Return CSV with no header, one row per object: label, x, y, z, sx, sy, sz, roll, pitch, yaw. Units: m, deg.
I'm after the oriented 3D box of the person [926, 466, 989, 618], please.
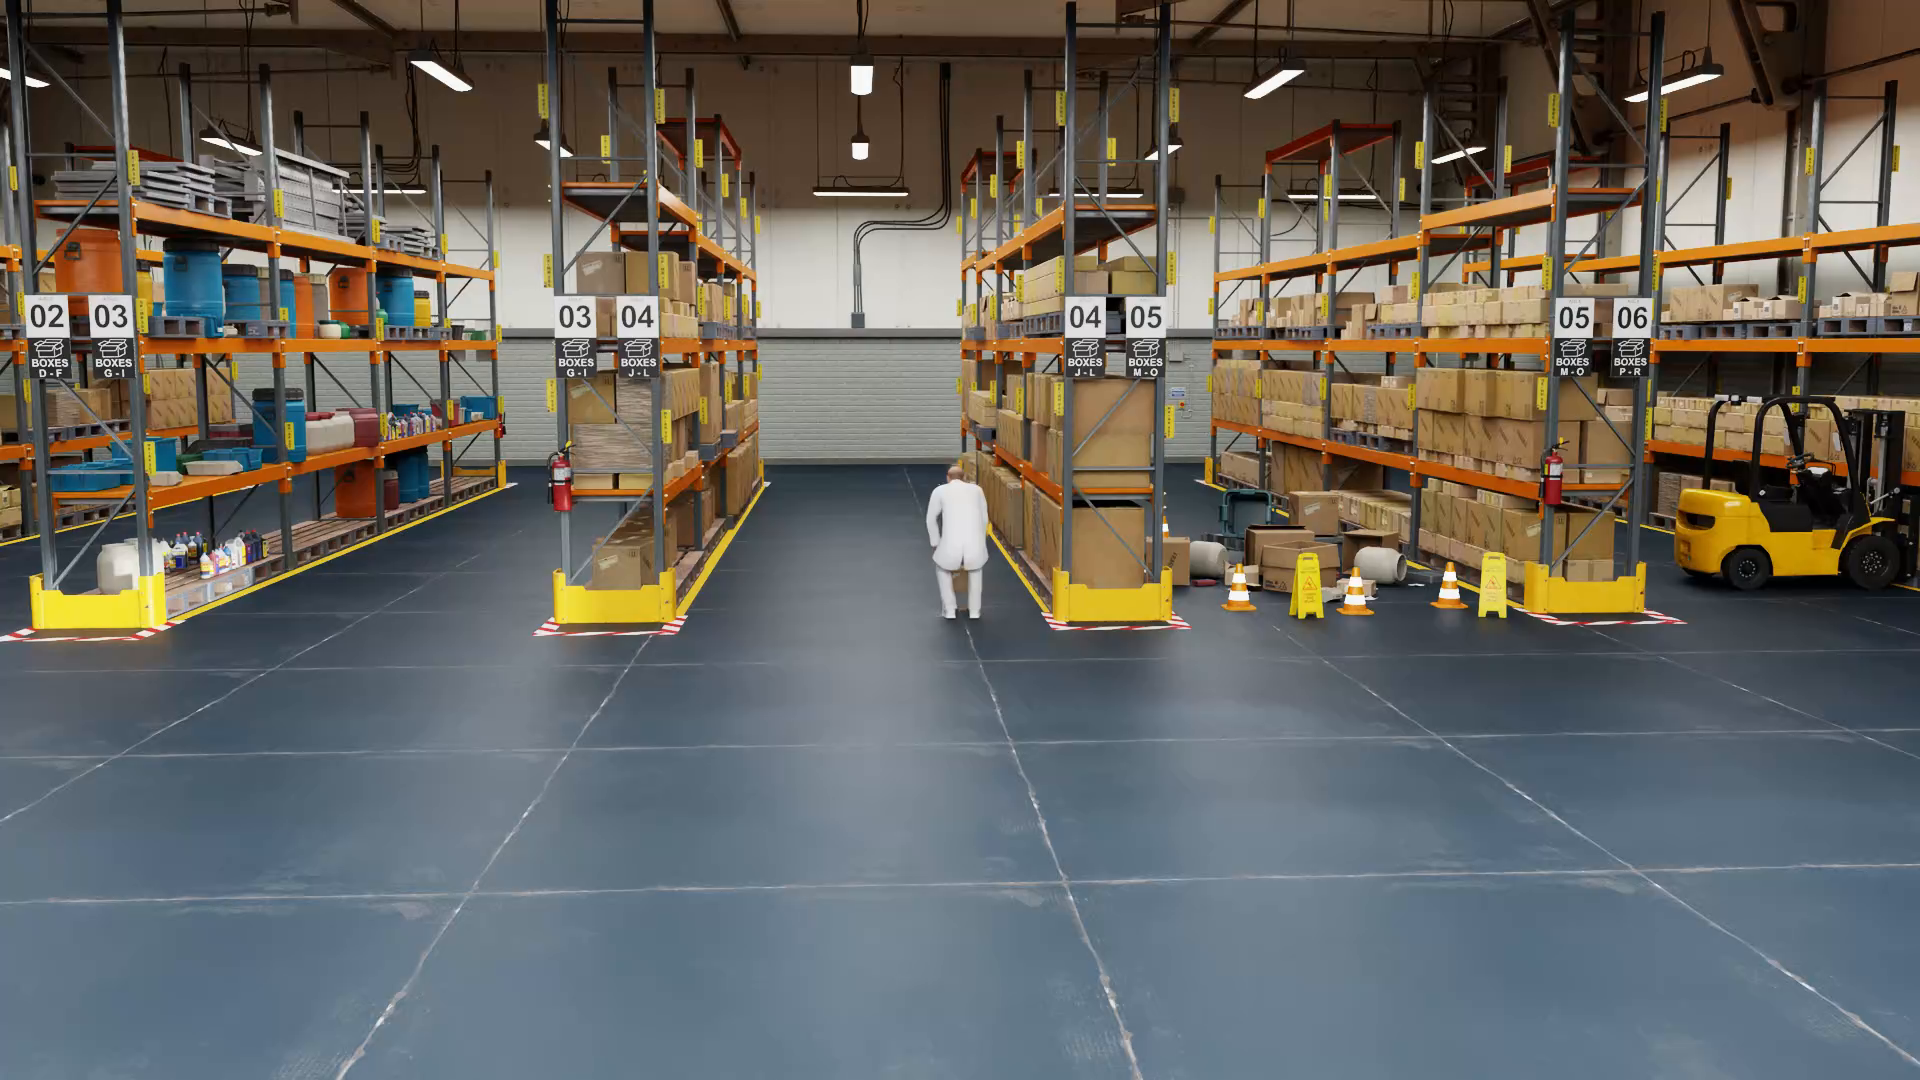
person,-0.022,0.032,16.753,0.628,1.499,0.658,0,7,-3
